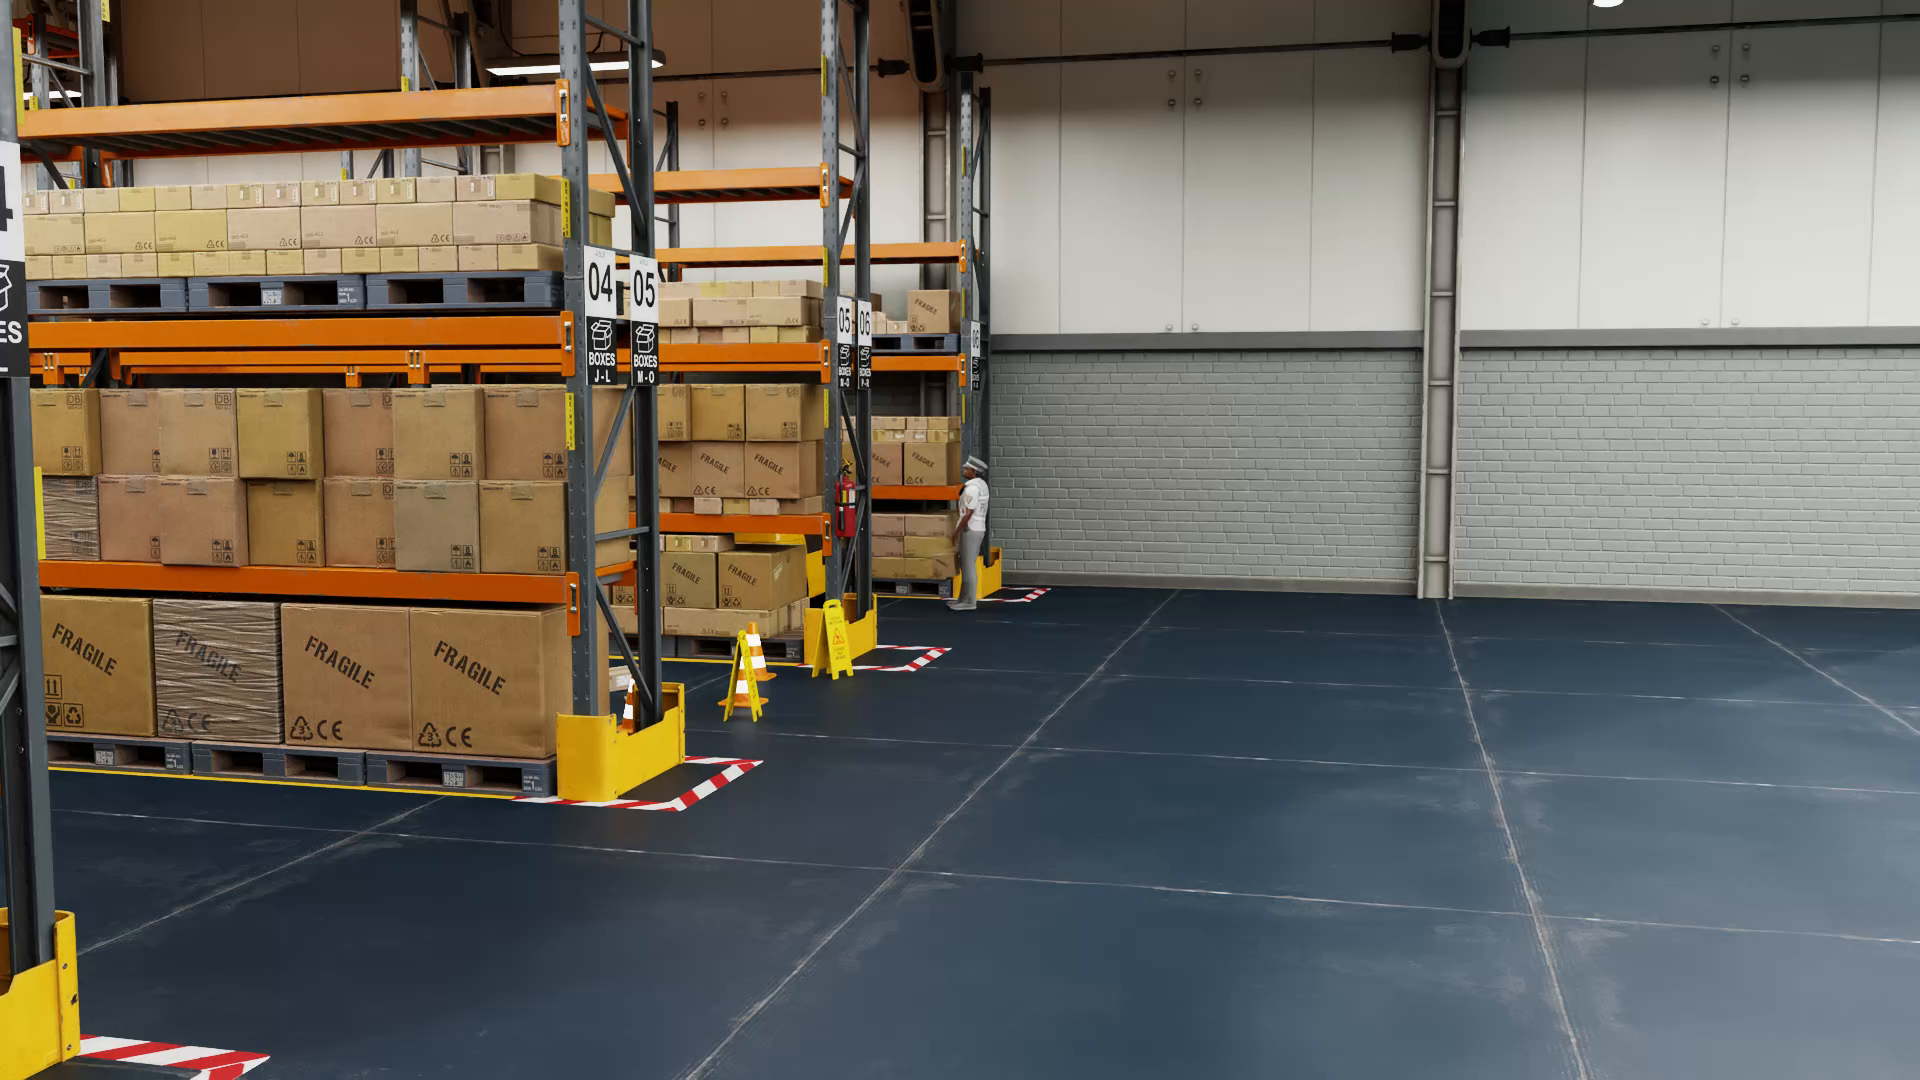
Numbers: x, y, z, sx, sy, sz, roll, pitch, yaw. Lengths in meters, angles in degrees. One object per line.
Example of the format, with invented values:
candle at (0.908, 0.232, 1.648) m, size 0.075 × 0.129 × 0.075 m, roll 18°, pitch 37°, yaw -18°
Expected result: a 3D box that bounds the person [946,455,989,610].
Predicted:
person at (0.054, -0.084, 18.217) m, size 0.528 × 1.698 × 0.547 m, roll 1°, pitch 5°, yaw 14°
